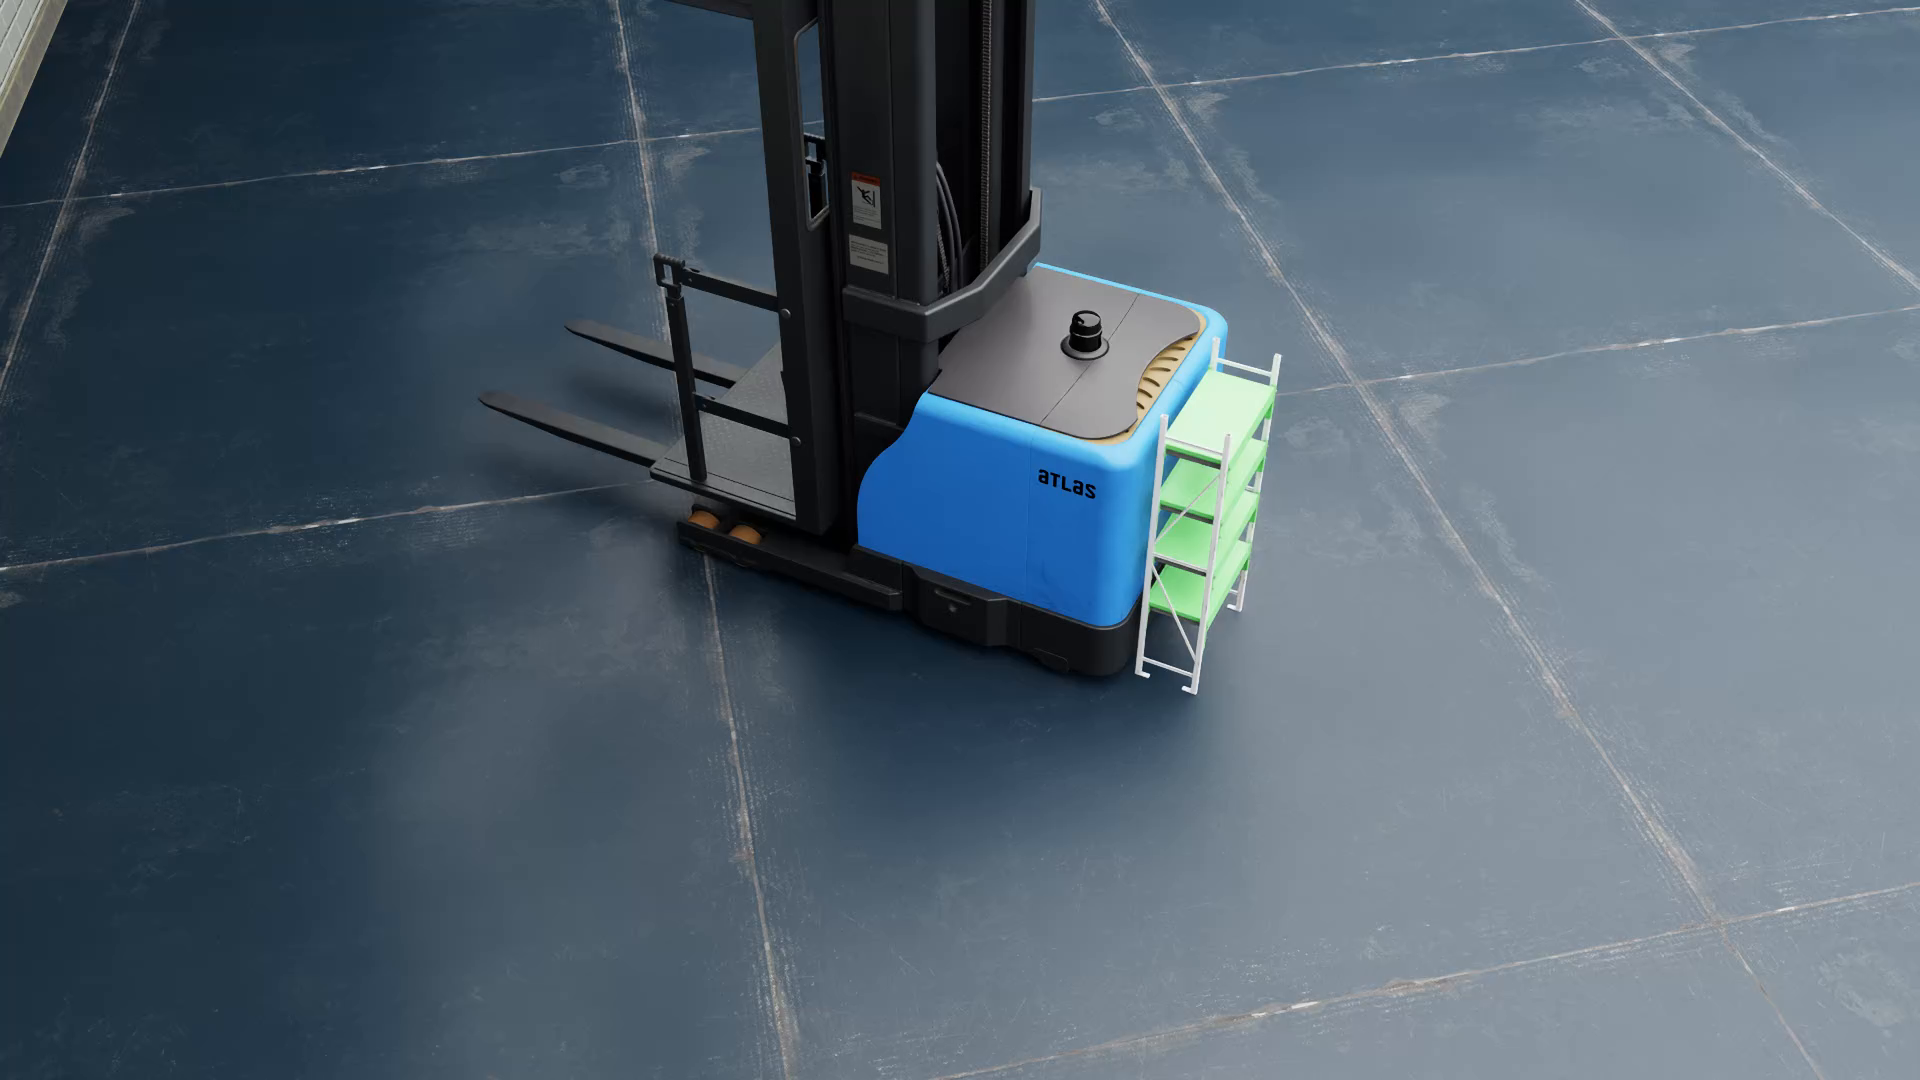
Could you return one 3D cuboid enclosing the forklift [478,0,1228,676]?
[{"bbox_3d":[-0.558,-1.282,5.987,3.031,2.935,1.130,18,45,20],"label":"forklift"}]

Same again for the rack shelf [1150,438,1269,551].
[{"bbox_3d":[0.871,-0.197,5.802,0.258,0.148,0.480,18,45,20],"label":"rack shelf"}]

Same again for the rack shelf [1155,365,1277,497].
[{"bbox_3d":[0.871,-0.376,5.643,0.258,0.148,0.480,18,45,20],"label":"rack shelf"}]

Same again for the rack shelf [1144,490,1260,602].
[{"bbox_3d":[0.871,-0.017,5.962,0.258,0.148,0.480,18,45,20],"label":"rack shelf"}]

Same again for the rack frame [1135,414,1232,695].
[{"bbox_3d":[0.762,0.080,5.756,0.240,1.200,0.015,18,45,20],"label":"rack frame"}]

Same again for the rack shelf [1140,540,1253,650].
[{"bbox_3d":[0.871,0.162,6.121,0.258,0.148,0.480,18,45,20],"label":"rack shelf"}]

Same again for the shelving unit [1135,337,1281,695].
[{"bbox_3d":[0.871,-0.065,5.919,0.258,1.200,0.503,18,45,20],"label":"shelving unit"}]

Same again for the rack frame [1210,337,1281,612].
[{"bbox_3d":[0.981,-0.210,6.082,0.240,1.200,0.015,18,45,20],"label":"rack frame"}]
